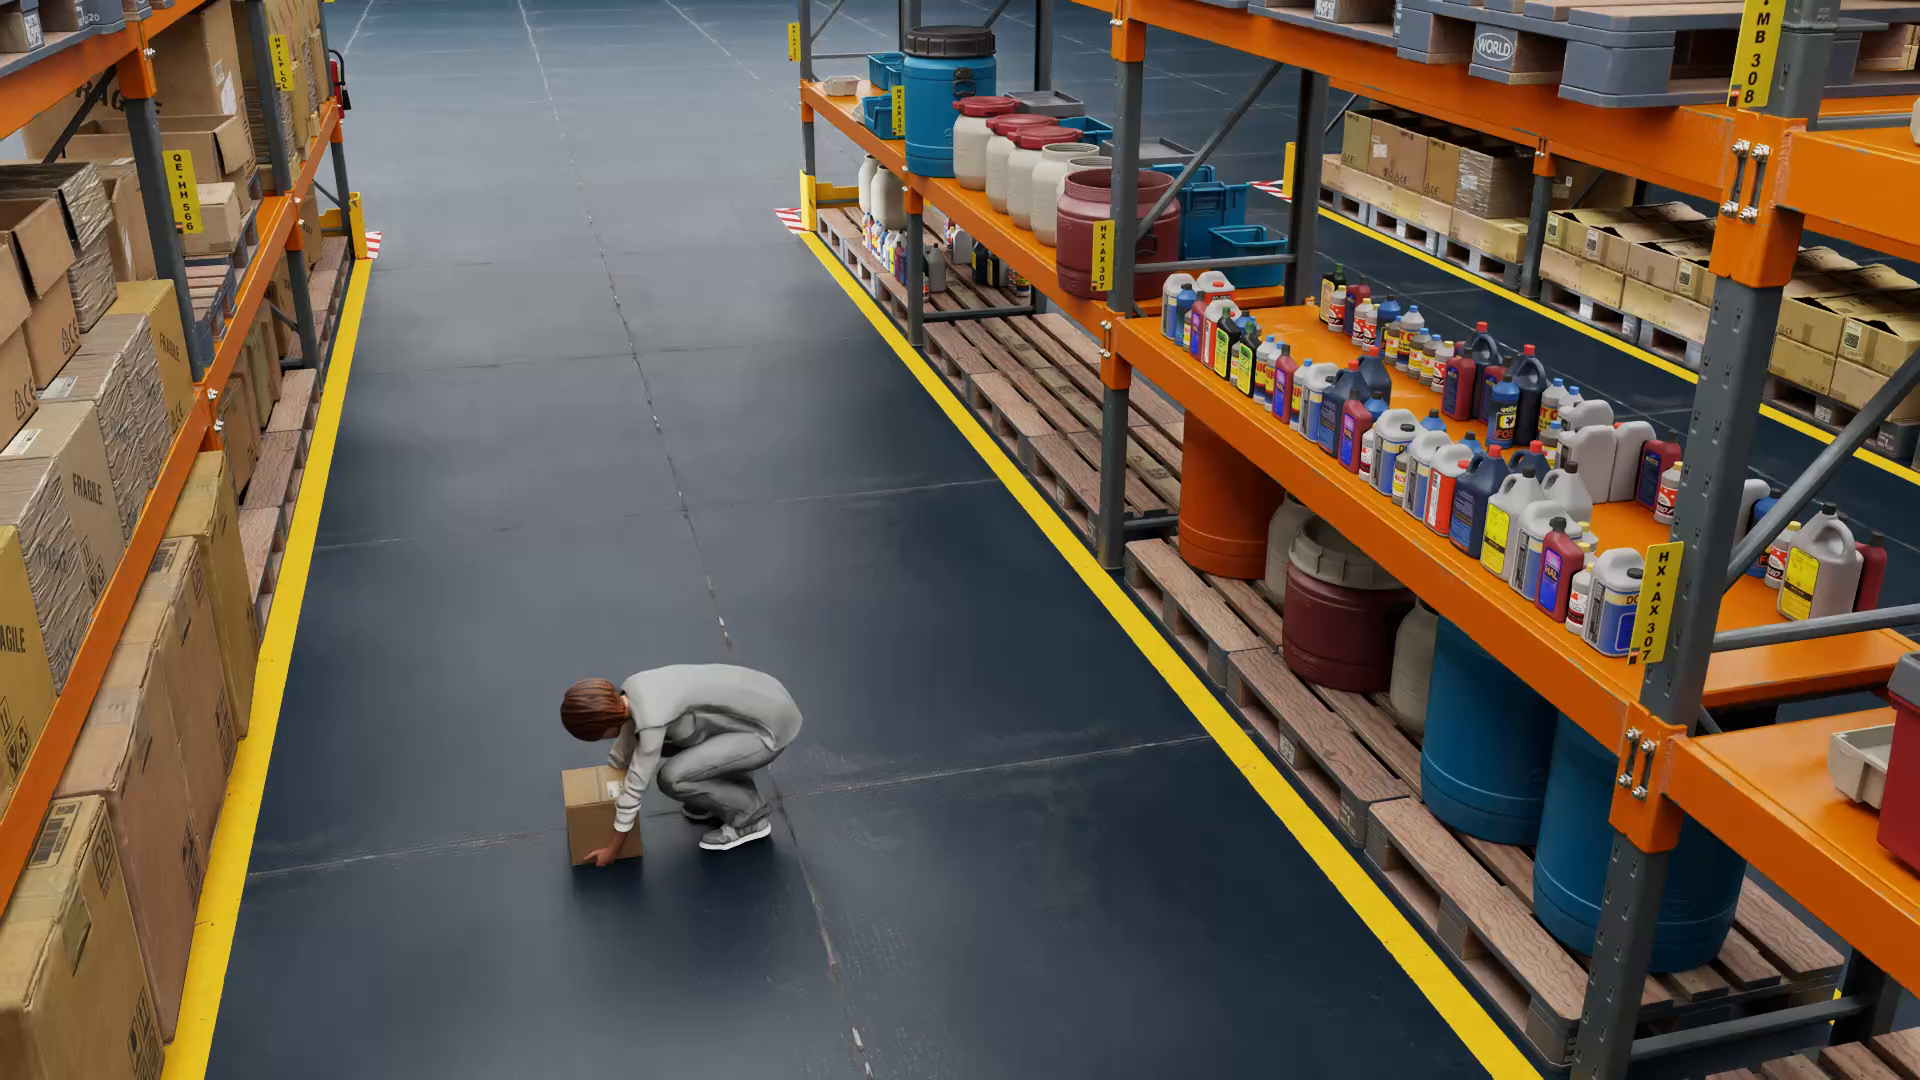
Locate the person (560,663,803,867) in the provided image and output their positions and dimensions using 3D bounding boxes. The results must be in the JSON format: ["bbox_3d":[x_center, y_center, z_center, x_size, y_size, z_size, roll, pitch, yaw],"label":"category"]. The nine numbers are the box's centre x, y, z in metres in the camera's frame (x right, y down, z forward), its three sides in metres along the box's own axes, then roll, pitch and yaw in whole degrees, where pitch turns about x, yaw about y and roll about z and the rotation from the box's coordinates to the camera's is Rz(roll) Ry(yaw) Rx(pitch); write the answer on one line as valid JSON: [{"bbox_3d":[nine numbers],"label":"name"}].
[{"bbox_3d":[-0.986,0.779,6.000,0.850,0.724,0.423,-7,24,-15],"label":"person"}]
